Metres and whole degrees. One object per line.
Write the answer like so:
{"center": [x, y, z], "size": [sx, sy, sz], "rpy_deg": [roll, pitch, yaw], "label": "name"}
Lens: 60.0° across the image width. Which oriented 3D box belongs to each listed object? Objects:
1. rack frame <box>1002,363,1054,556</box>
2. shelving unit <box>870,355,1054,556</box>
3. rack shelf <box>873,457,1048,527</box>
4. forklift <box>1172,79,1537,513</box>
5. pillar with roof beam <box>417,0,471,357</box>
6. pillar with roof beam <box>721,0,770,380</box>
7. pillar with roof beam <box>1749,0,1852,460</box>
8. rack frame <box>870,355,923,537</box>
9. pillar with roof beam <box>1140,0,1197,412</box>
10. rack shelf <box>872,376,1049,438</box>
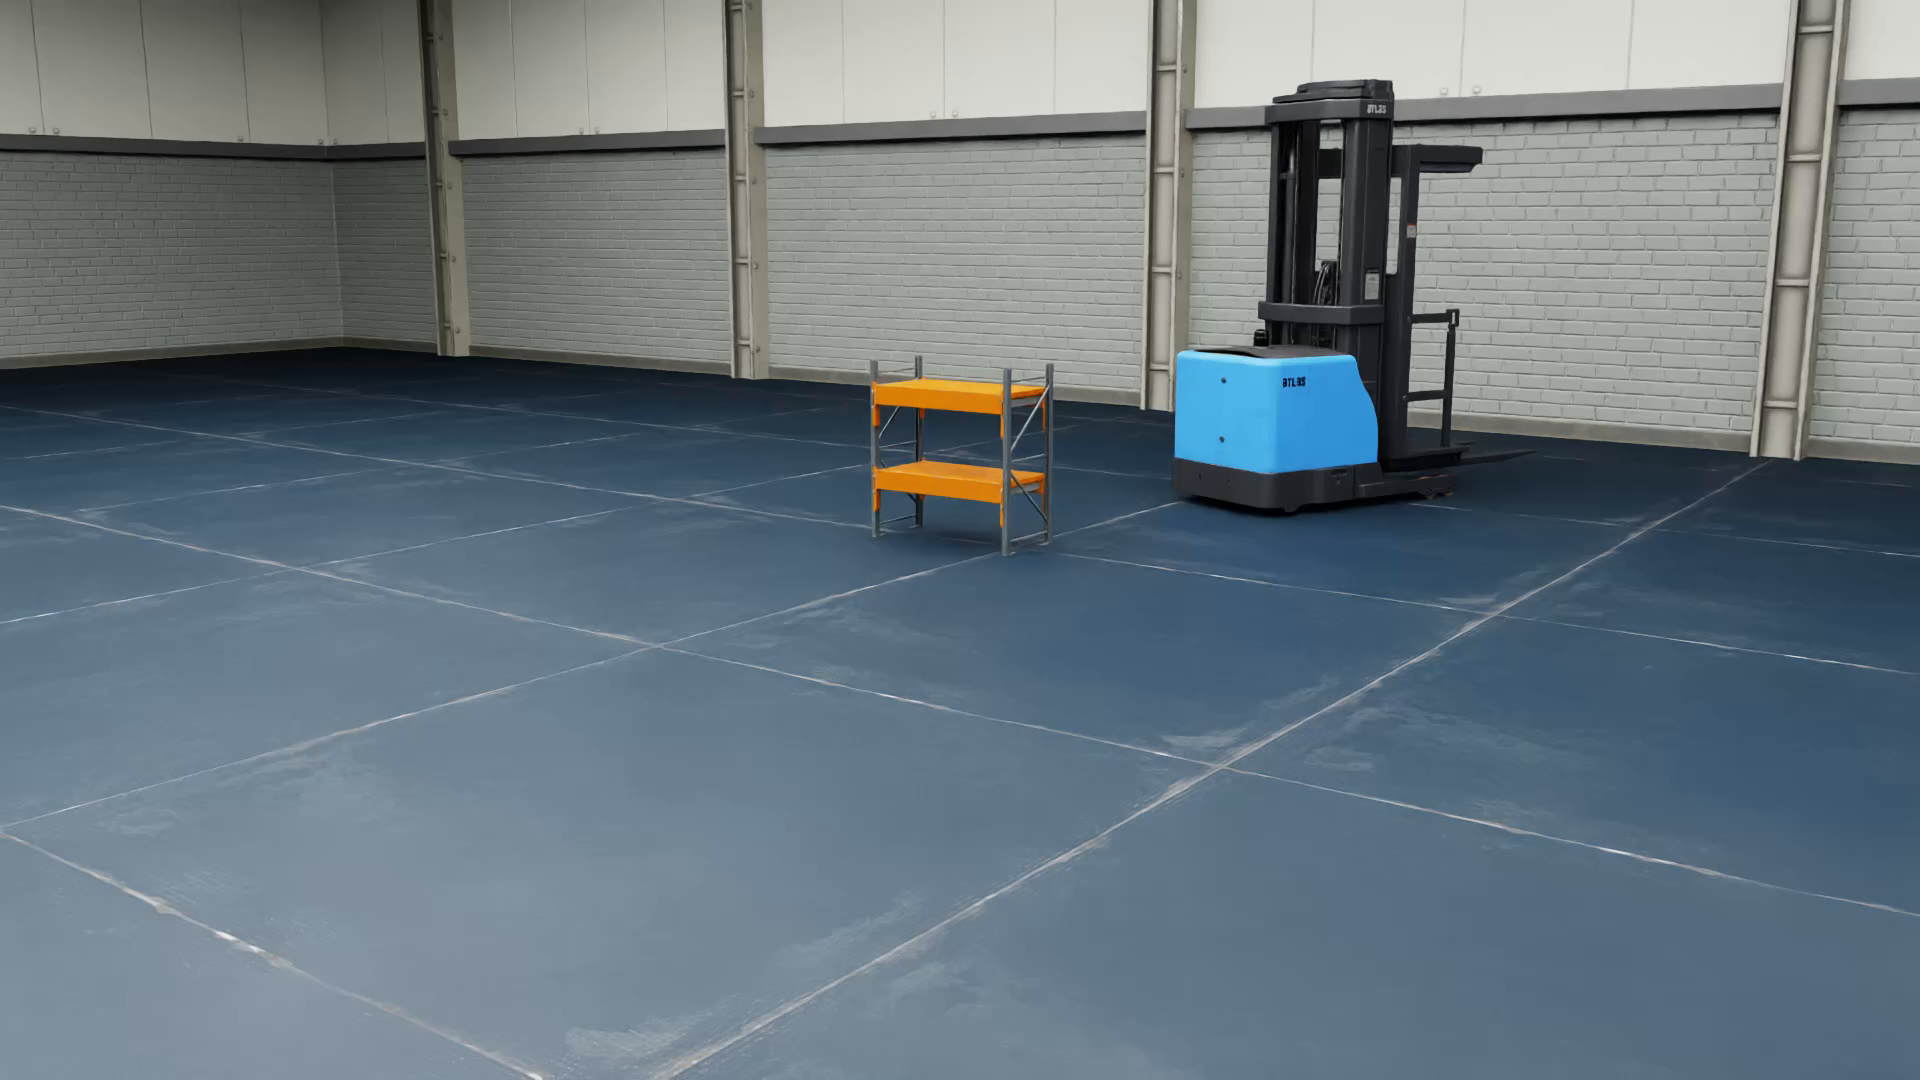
{"center": [0.415, -0.494, 10.124], "size": [0.032, 1.125, 0.500], "rpy_deg": [8, 13, 36], "label": "rack frame"}
{"center": [0.005, -0.552, 10.419], "size": [1.048, 1.125, 0.538], "rpy_deg": [8, 13, 36], "label": "shelving unit"}
{"center": [0.005, -0.311, 10.465], "size": [1.000, 0.278, 0.538], "rpy_deg": [8, 13, 36], "label": "rack shelf"}
{"center": [3.049, -1.813, 12.187], "size": [3.031, 2.935, 1.130], "rpy_deg": [-7, 13, -32], "label": "forklift"}
{"center": [-10.054, -6.499, 20.432], "size": [0.400, 9.000, 9.100], "rpy_deg": [8, 13, 36], "label": "pillar with roof beam"}
{"center": [-5.218, -5.824, 16.945], "size": [0.400, 9.000, 9.100], "rpy_deg": [8, 13, 36], "label": "pillar with roof beam"}
{"center": [4.454, -4.475, 9.971], "size": [0.400, 9.000, 9.100], "rpy_deg": [8, 13, 36], "label": "pillar with roof beam"}
{"center": [-0.404, -0.609, 10.714], "size": [0.032, 1.125, 0.500], "rpy_deg": [8, 13, 36], "label": "rack frame"}
{"center": [-0.382, -5.150, 13.458], "size": [0.400, 9.000, 9.100], "rpy_deg": [8, 13, 36], "label": "pillar with roof beam"}
{"center": [0.005, -0.839, 10.363], "size": [1.000, 0.278, 0.538], "rpy_deg": [8, 13, 36], "label": "rack shelf"}
